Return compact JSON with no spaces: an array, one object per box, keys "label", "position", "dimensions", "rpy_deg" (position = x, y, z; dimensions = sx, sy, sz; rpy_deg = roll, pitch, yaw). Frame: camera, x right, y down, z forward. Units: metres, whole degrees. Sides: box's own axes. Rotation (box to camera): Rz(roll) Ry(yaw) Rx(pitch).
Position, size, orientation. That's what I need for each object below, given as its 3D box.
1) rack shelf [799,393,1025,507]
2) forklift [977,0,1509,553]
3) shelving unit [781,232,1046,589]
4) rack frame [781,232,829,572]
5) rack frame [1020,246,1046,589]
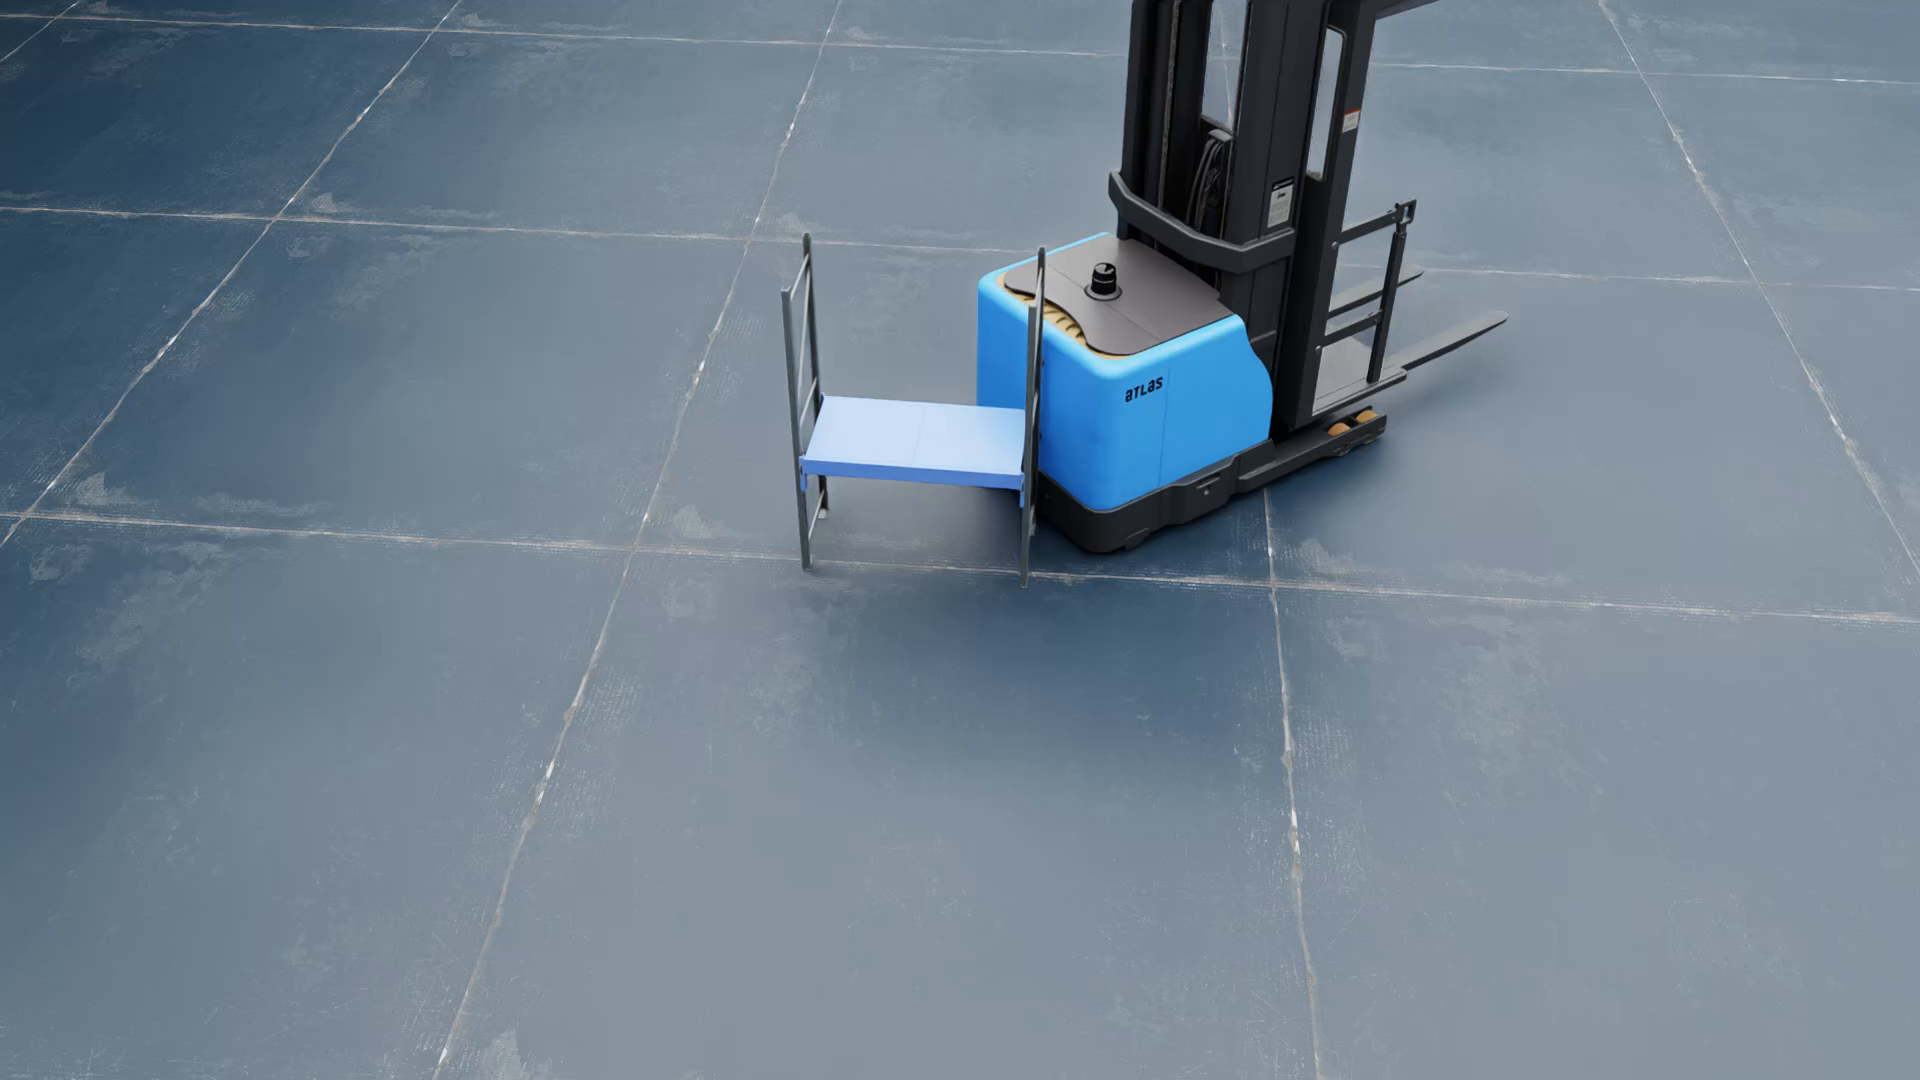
[{"label":"rack shelf","position":[-0.183,-0.414,7.526],"dimensions":[1.000,0.185,0.538],"rpy_deg":[4,39,5]},{"label":"forklift","position":[1.566,-1.813,7.826],"dimensions":[3.031,2.935,1.130],"rpy_deg":[-24,45,-26]},{"label":"shelving unit","position":[-0.183,-0.553,7.412],"dimensions":[1.048,1.500,0.538],"rpy_deg":[4,39,5]},{"label":"rack frame","position":[-0.688,-0.592,7.460],"dimensions":[0.032,1.500,0.500],"rpy_deg":[4,39,5]},{"label":"rack frame","position":[0.322,-0.515,7.365],"dimensions":[0.032,1.500,0.500],"rpy_deg":[4,39,5]}]
